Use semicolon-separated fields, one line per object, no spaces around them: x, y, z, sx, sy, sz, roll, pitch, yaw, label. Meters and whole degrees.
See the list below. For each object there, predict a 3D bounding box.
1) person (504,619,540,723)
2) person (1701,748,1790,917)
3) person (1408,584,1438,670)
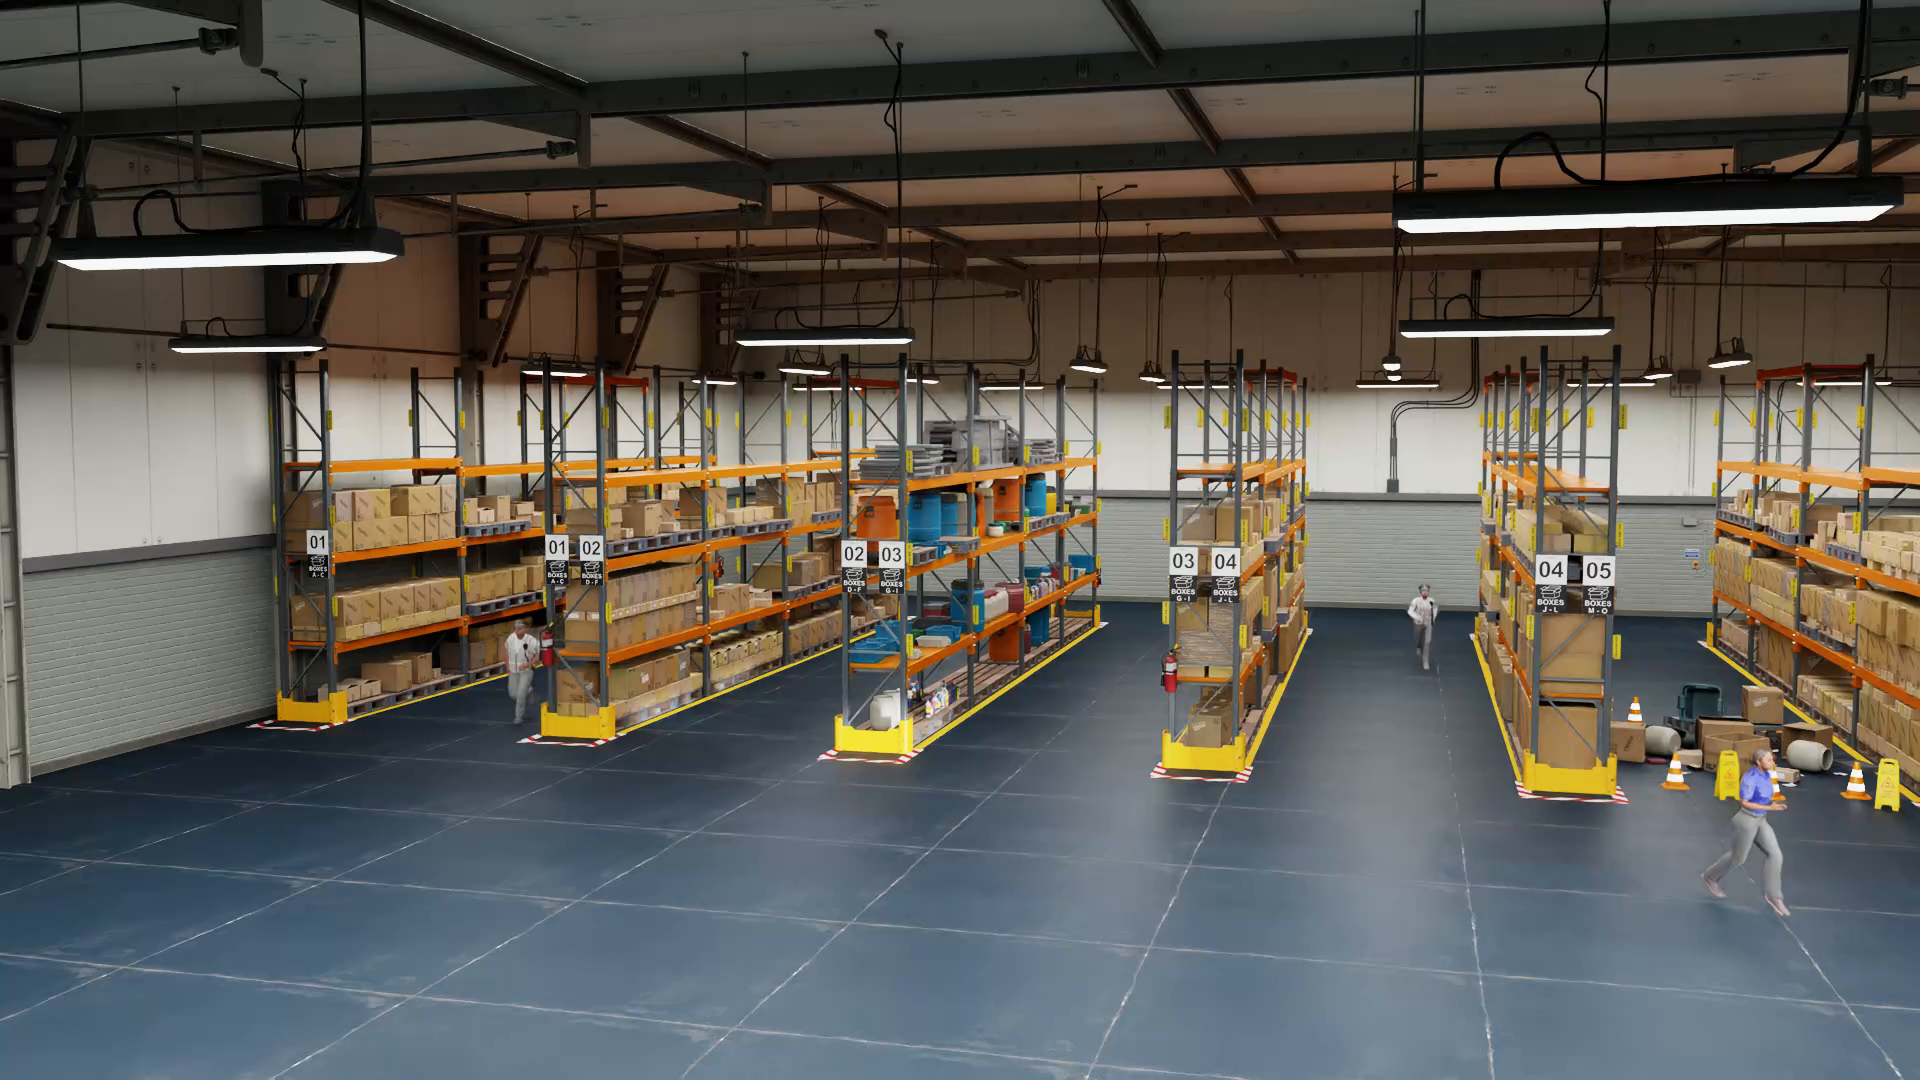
-7.291;2.165;27.766;0.687;1.740;0.719;1;4;13;person
8.108;2.963;17.113;0.600;1.680;0.921;-3;5;-39;person
9.430;1.737;33.895;0.584;1.702;1.092;1;4;14;person
